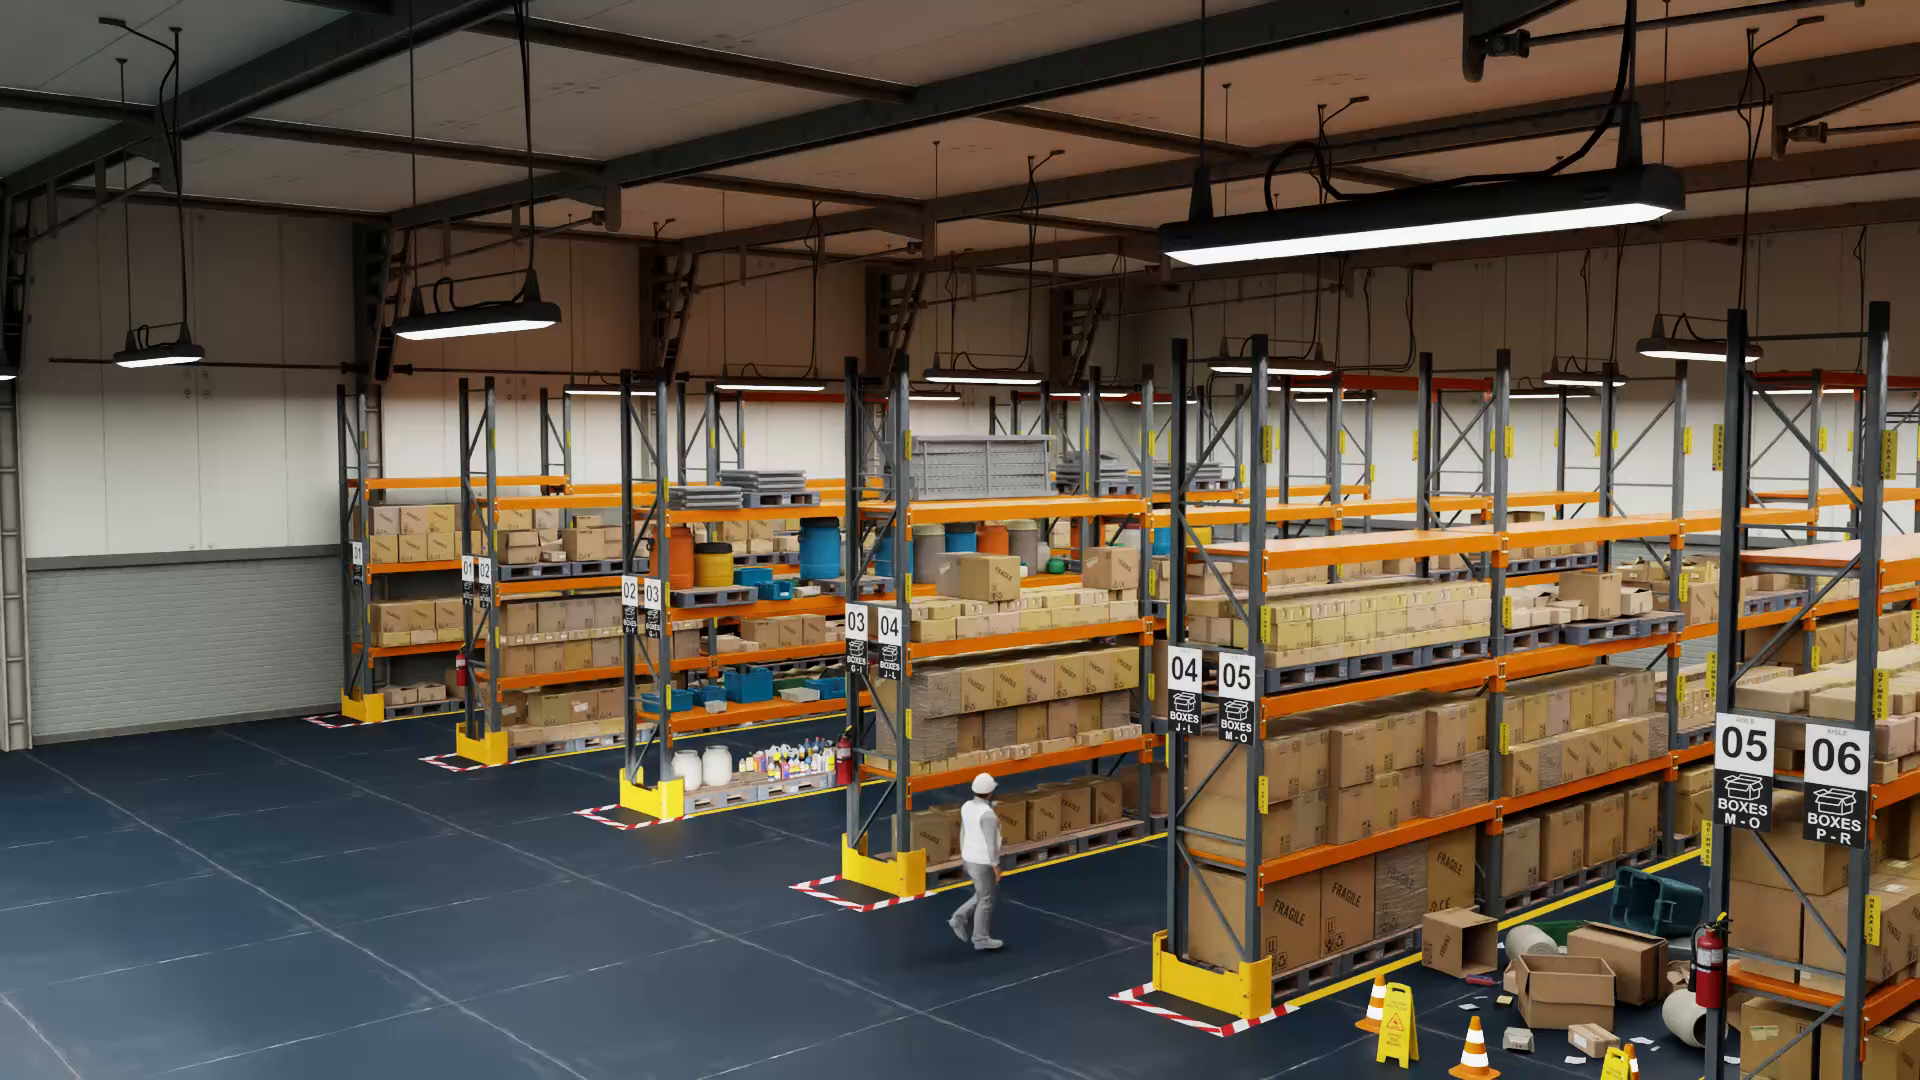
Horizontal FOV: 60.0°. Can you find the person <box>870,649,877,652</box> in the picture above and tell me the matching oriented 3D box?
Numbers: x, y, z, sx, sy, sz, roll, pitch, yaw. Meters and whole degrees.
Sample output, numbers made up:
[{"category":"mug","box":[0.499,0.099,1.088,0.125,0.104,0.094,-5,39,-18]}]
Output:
[{"category":"person","box":[-1.902,2.003,33.658,0.513,1.678,0.490,-1,4,-18]}]

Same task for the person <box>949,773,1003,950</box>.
[{"category":"person","box":[0.172,3.182,16.480,0.538,1.766,0.506,-1,4,-9]}]
